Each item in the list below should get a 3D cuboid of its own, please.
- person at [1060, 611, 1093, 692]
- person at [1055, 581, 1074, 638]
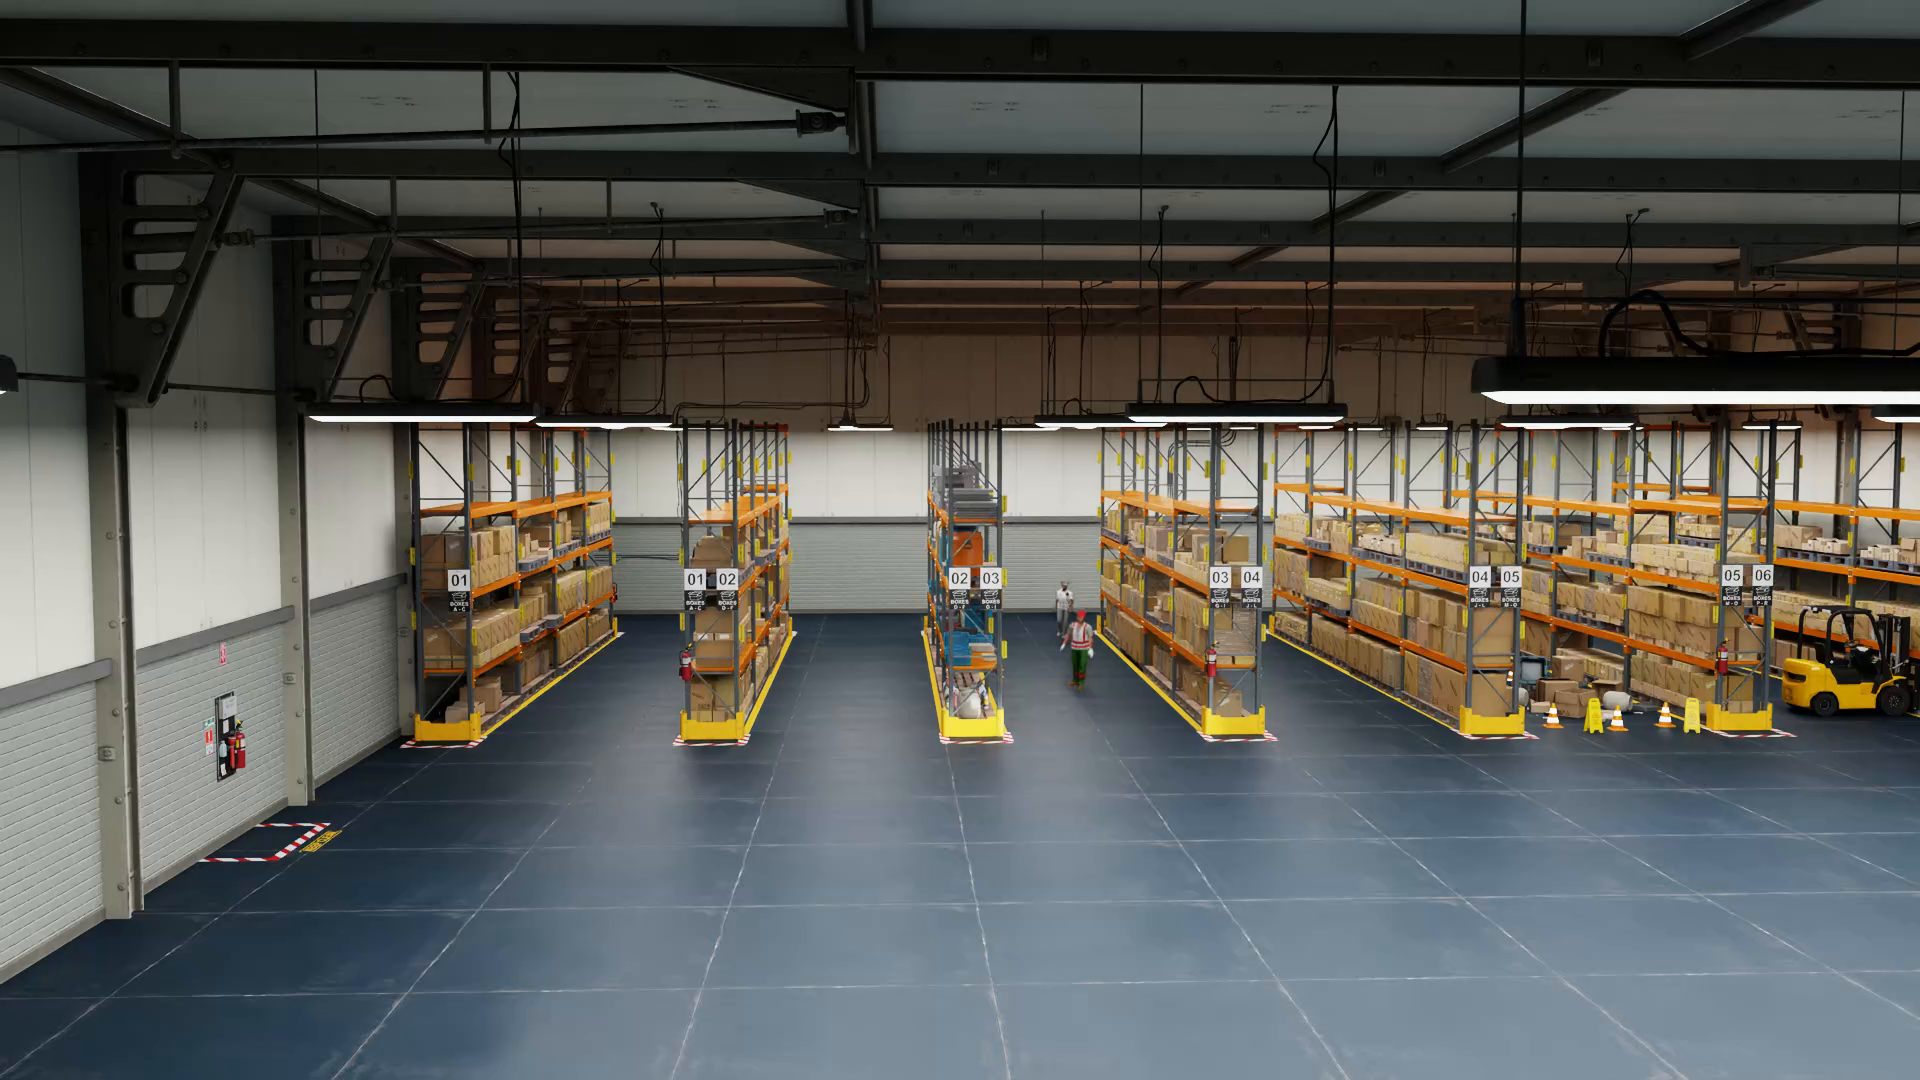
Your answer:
[{"bbox_3d":[2.630,2.459,37.269,0.743,1.781,0.766,2,4,26],"label":"person"},{"bbox_3d":[2.909,1.940,46.315,0.558,1.621,0.765,0,4,6],"label":"person"}]
